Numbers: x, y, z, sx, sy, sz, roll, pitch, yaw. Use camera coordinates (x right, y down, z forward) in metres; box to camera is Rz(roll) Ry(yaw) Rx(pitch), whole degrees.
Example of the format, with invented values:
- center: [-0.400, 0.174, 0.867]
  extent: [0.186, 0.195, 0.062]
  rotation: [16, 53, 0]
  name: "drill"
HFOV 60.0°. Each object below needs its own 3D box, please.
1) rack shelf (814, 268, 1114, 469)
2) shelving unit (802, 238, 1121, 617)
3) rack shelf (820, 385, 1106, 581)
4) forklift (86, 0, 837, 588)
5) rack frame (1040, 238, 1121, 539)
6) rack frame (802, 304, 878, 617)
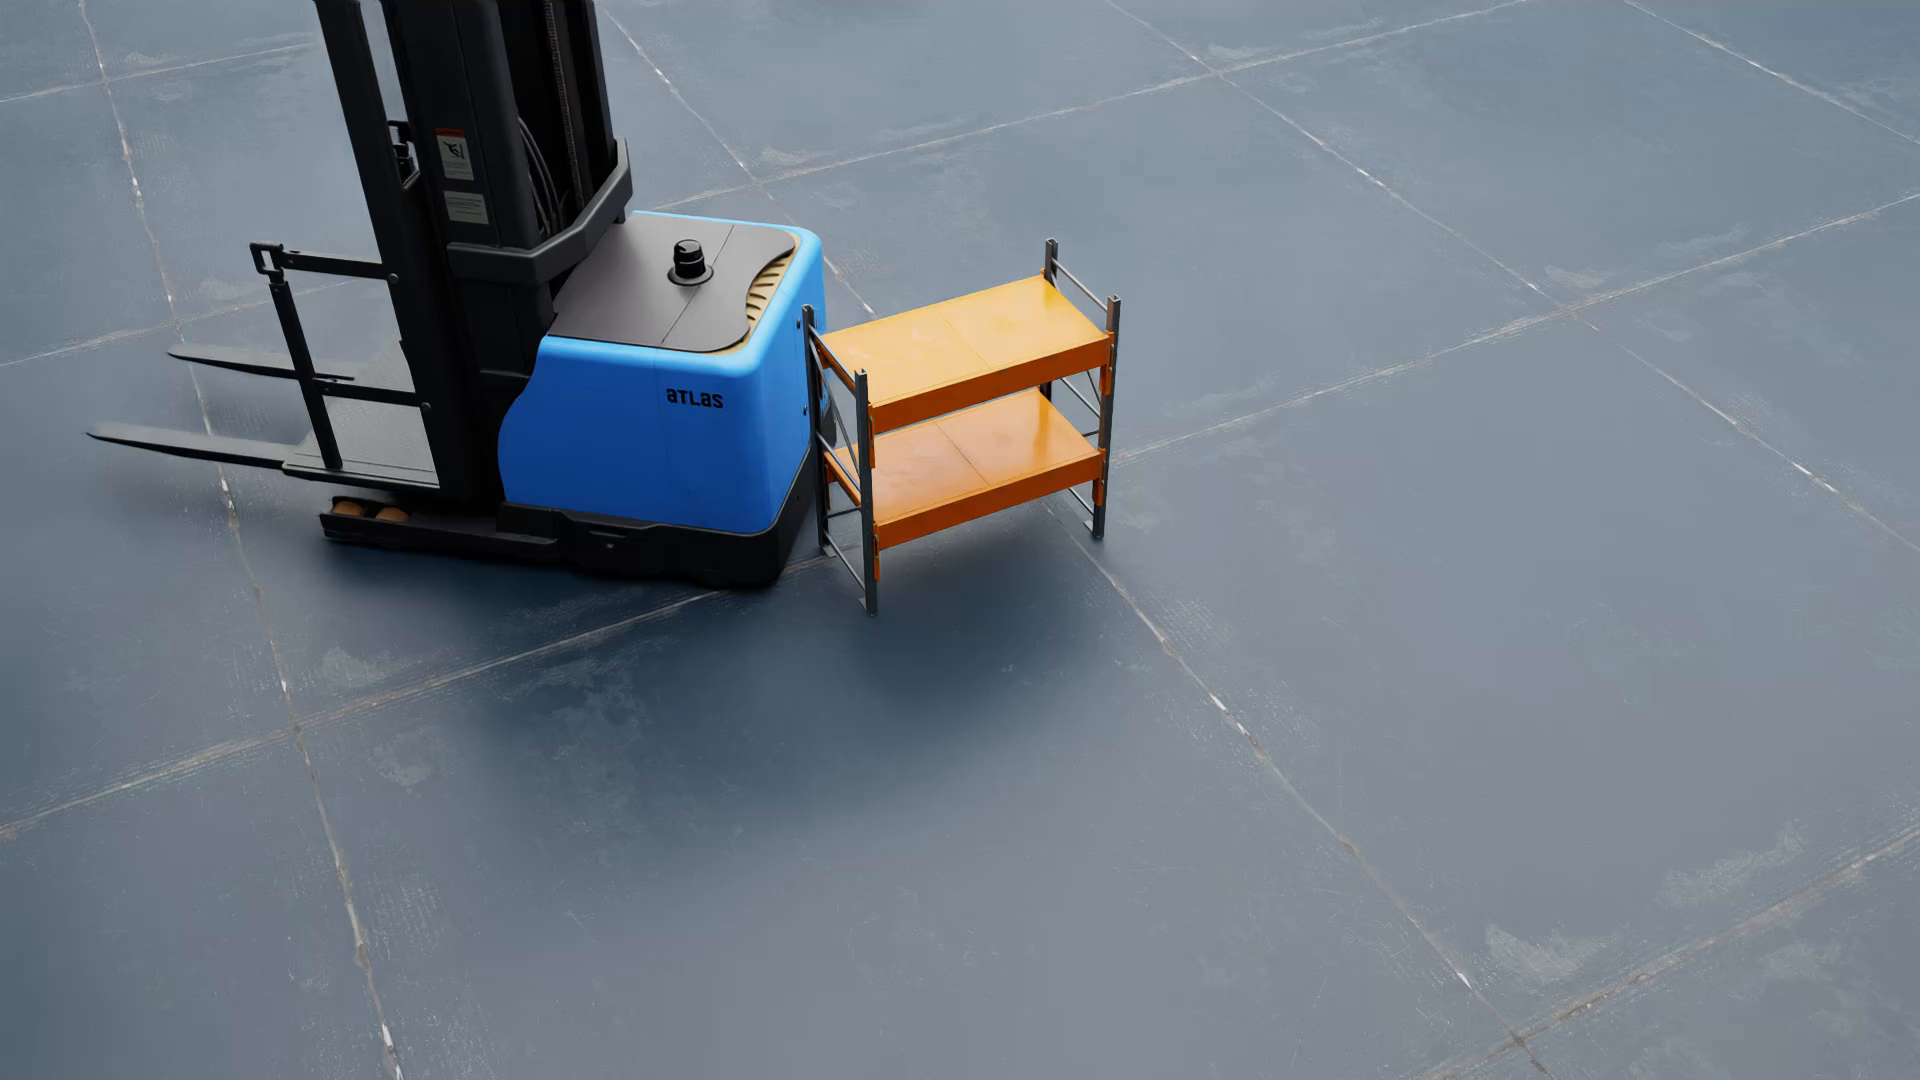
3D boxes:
- center: [0.006, -0.655, 6.200]
  extent: [1.000, 0.278, 0.538]
  rotation: [-19, 44, -21]
  name: "rack shelf"
- center: [0.006, -0.431, 6.389]
  extent: [1.048, 1.125, 0.538]
  rotation: [-19, 44, -21]
  name: "shelving unit"
- center: [0.006, -0.245, 6.547]
  extent: [1.000, 0.278, 0.538]
  rotation: [-19, 44, -21]
  name: "rack shelf"
- center: [-2.099, -1.411, 6.148]
  extent: [3.031, 2.935, 1.130]
  rotation: [8, 41, 9]
  name: "forklift"
- center: [0.457, -0.583, 6.568]
  extent: [0.032, 1.125, 0.500]
  rotation: [-19, 44, -21]
  name: "rack frame"
- center: [-0.445, -0.280, 6.210]
  extent: [0.032, 1.125, 0.500]
  rotation: [-19, 44, -21]
  name: "rack frame"
